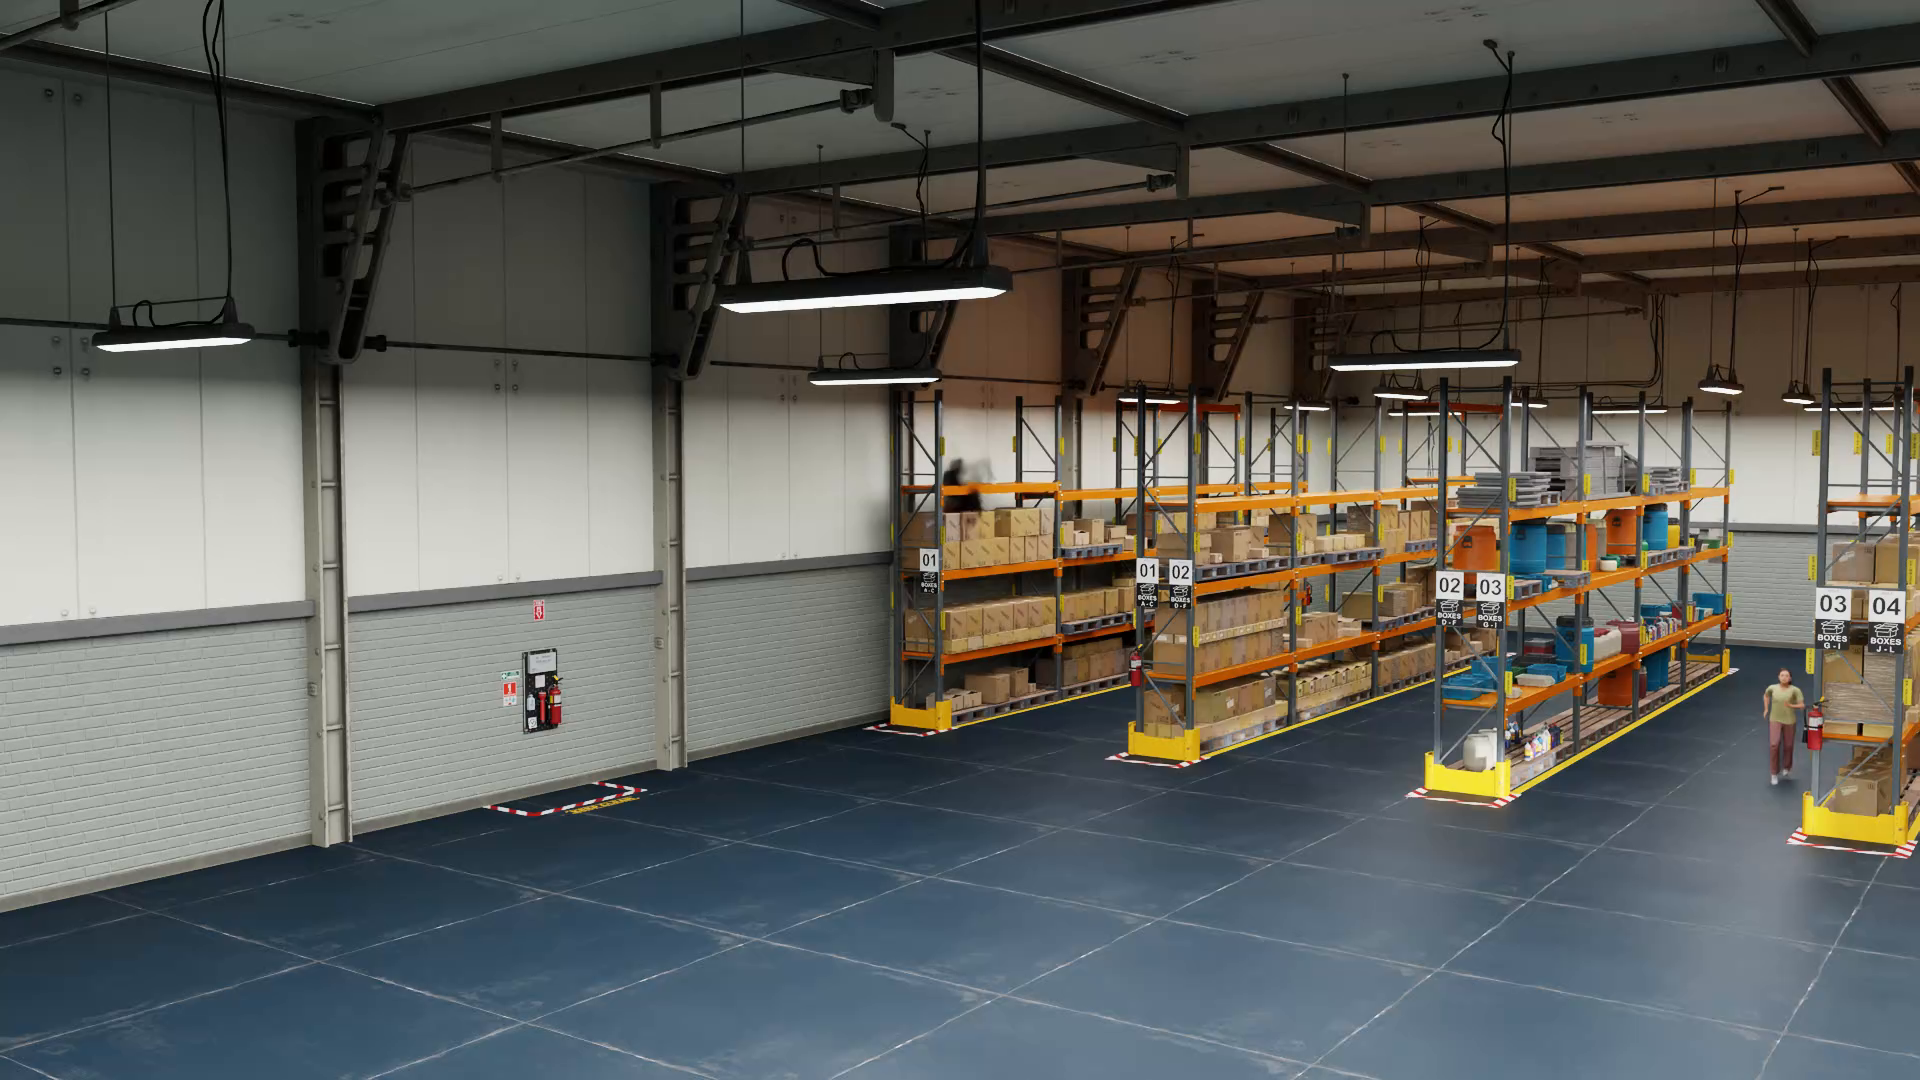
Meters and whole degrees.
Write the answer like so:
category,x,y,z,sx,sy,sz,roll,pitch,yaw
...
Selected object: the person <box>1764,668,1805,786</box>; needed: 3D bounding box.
category,x,y,z,sx,sy,sz,roll,pitch,yaw
person,12.288,2.760,24.818,0.554,1.721,0.806,2,4,27
